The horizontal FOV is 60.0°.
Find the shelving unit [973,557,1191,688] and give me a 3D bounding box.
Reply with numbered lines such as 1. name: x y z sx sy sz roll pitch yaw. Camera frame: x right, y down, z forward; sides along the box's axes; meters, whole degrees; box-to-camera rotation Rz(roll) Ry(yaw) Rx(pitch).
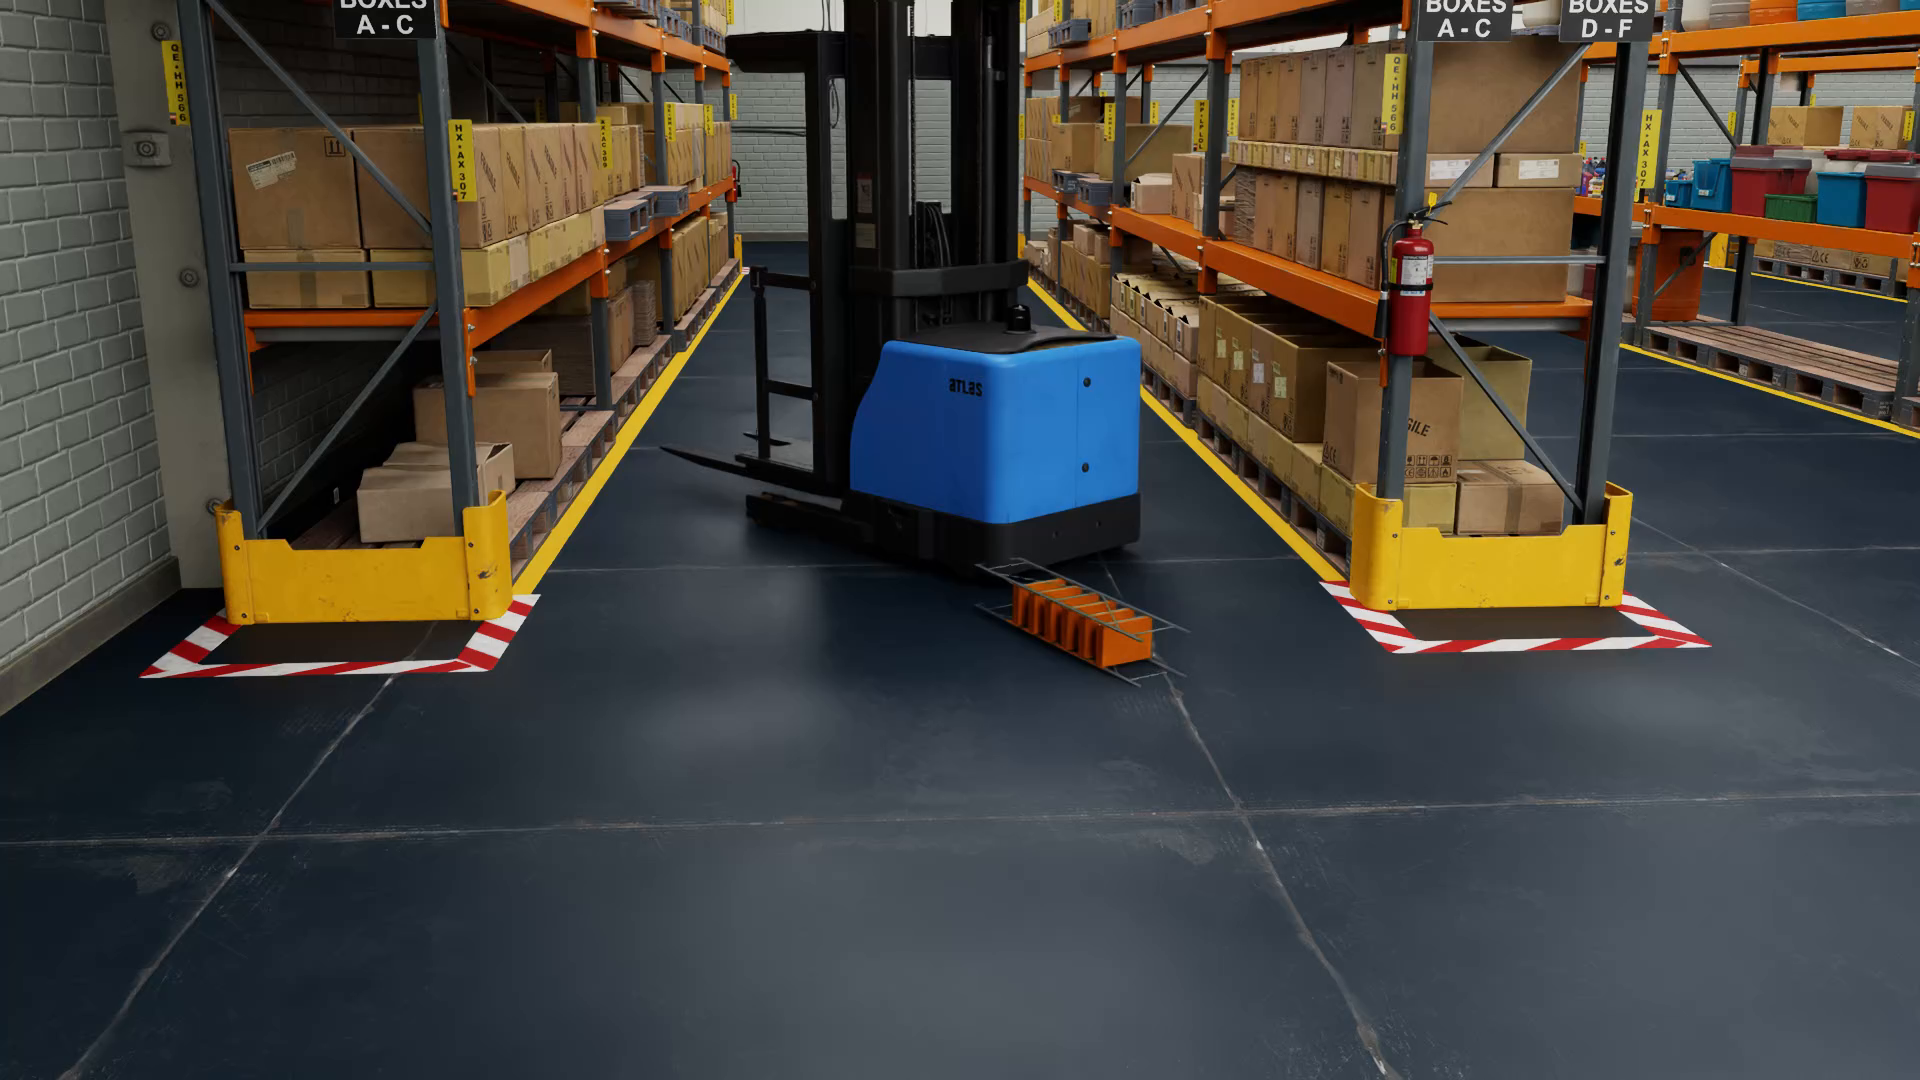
1. shelving unit: 0.473 0.320 6.852 0.258 0.189 1.200 -9 18 -30

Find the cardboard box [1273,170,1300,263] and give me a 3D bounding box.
1. cardboard box: 2.219 -1.877 9.599 0.700 0.500 0.500 -1 14 -3

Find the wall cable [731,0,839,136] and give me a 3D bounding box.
1. wall cable: -3.562 -7.915 27.461 3.097 2.526 0.112 -1 14 -3

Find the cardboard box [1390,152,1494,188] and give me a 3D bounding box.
1. cardboard box: 2.153 -1.654 7.433 0.380 0.149 0.250 -1 14 -4

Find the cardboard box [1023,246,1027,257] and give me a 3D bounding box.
1. cardboard box: 1.058 -3.902 22.509 0.380 0.149 0.250 -1 14 -3

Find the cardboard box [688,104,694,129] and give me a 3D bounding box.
1. cardboard box: -2.983 -4.305 16.897 0.500 0.250 0.500 -1 14 -2

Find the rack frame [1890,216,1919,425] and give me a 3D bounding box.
1. rack frame: 7.063 -2.270 11.328 1.000 3.000 0.127 -1 14 -3

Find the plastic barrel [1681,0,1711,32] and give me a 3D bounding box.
1. plastic barrel: 6.529 -4.689 14.489 0.421 0.512 0.421 0 14 0

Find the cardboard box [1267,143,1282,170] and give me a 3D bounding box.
1. cardboard box: 2.007 -2.233 9.683 0.380 0.149 0.250 -1 14 -5

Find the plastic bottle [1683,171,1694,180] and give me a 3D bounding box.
1. plastic bottle: 7.082 -3.432 16.095 0.152 0.276 0.135 -1 14 -3

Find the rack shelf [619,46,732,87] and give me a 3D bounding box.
1. rack shelf: -3.444 -5.708 20.116 1.077 0.370 4.000 -1 14 -3

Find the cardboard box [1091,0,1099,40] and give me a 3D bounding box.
1. cardboard box: 1.747 -5.054 15.930 0.910 0.500 0.500 -1 14 -3

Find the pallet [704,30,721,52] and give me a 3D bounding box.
1. pallet: -3.433 -6.023 20.072 1.003 0.211 1.213 -1 14 -3

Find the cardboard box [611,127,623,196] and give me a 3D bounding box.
1. cardboard box: -2.922 -2.808 12.336 0.700 0.500 0.500 1 14 4

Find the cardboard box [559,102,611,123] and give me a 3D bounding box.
1. cardboard box: -3.360 -3.786 14.878 0.500 0.250 0.500 0 14 -2

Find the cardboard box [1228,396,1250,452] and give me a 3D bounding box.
1. cardboard box: 1.897 -0.697 9.892 0.500 0.250 0.500 -1 14 -3

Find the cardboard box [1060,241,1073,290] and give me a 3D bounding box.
1. cardboard box: 1.410 -3.062 18.542 0.500 0.500 0.500 -2 15 -6

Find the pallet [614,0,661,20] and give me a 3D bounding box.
1. pallet: -2.824 -3.892 11.989 1.213 0.211 1.003 -1 14 -3

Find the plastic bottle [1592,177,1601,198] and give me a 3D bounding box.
1. plastic bottle: 6.325 -3.494 16.485 0.097 0.201 0.097 0 14 0

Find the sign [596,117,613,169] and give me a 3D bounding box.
1. sign: -2.284 -2.546 10.666 0.100 0.325 0.005 -1 14 -3

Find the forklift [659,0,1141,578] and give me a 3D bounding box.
1. forklift: -0.489 -1.540 8.628 1.130 2.935 3.031 -13 20 -42

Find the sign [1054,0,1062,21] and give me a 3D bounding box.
1. sign: 1.082 -5.877 18.290 0.100 0.325 0.005 -1 14 -3

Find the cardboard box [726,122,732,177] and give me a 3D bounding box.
1. cardboard box: -3.527 -5.120 21.803 0.980 0.700 0.700 0 14 -1

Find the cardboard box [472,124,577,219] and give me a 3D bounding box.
1. cardboard box: -2.430 -2.055 9.249 0.500 0.500 0.500 -1 14 -5

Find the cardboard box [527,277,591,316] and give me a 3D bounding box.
1. cardboard box: -2.918 -1.775 12.033 0.500 0.250 0.500 -1 14 -5

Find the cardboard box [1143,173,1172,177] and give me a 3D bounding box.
1. cardboard box: 1.850 -3.055 14.558 0.500 0.311 0.500 0 14 0

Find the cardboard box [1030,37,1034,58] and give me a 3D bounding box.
1. cardboard box: 1.172 -6.302 21.283 0.500 0.250 0.500 -1 14 -3

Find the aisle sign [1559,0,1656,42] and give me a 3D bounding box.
1. aisle sign: 2.677 -2.447 6.799 0.394 0.787 0.004 -1 14 -3

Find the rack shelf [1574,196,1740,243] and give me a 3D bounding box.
1. rack shelf: 6.691 -3.414 17.218 1.077 0.370 4.000 -1 14 -3

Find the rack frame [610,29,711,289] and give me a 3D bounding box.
1. rack frame: -3.321 -4.106 18.467 1.000 3.000 0.127 -1 14 -3

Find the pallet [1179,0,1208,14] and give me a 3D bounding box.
1. pallet: 2.051 -3.774 11.537 0.805 0.209 1.217 -1 15 -6

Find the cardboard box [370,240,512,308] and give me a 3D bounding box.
1. cardboard box: -2.290 -1.185 7.375 0.500 0.250 0.500 -1 14 -5

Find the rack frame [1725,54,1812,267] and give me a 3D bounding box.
1. rack frame: 11.263 -5.331 23.225 1.000 3.000 0.127 -1 14 -3

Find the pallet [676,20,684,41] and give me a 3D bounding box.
1. pallet: -3.238 -4.910 15.950 1.003 0.211 1.213 0 14 -1

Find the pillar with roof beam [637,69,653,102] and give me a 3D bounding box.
1. pillar with roof beam: -0.302 -8.731 24.402 9.100 9.000 0.400 -1 14 -3

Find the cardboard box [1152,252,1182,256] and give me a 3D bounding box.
1. cardboard box: 2.027 -2.694 17.110 0.500 0.500 0.500 -1 14 -5

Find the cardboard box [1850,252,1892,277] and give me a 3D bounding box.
1. cardboard box: 11.550 -3.676 20.214 0.875 0.875 0.875 -1 14 -3

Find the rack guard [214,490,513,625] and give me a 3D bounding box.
1. rack guard: -2.582 0.070 7.253 1.175 0.500 0.348 -1 14 -3

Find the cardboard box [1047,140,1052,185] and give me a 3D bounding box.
1. cardboard box: 1.303 -4.481 19.721 0.500 0.500 0.500 0 14 -2

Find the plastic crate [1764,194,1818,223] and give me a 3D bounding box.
1. plastic crate: 6.673 -2.596 13.021 0.450 0.188 0.662 -1 14 -3

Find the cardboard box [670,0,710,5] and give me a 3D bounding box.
1. cardboard box: -3.085 -6.283 18.659 0.500 0.500 0.500 -1 14 -4

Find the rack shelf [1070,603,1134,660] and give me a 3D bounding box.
1. rack shelf: 0.575 0.365 6.691 0.258 0.180 0.103 -9 18 -30

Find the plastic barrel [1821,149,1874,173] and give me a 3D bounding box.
1. plastic barrel: 7.150 -2.867 13.377 0.433 0.535 0.433 0 14 0

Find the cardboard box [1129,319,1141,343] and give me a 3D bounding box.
1. cardboard box: 1.681 -1.672 13.680 0.500 0.250 0.500 -1 14 -5

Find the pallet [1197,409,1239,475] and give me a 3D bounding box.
1. pallet: 2.126 -0.645 10.611 1.003 0.211 1.213 -1 14 -3

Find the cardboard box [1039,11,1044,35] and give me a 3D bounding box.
1. cardboard box: 1.236 -6.296 20.254 0.500 0.250 0.500 -1 14 -3

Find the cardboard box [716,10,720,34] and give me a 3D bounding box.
1. cardboard box: -3.188 -6.296 20.216 0.500 0.250 0.500 -1 14 -5

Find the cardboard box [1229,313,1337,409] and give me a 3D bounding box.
1. cardboard box: 1.897 -1.060 9.798 0.500 0.500 0.500 -1 14 -3

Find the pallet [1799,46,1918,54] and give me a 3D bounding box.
1. pallet: 11.398 -6.252 20.964 1.003 0.211 1.213 -1 14 -3

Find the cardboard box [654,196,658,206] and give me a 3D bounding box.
1. cardboard box: -2.862 -3.085 14.961 0.380 0.149 0.250 -1 14 -4

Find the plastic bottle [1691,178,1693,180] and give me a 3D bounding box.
1. plastic bottle: 6.959 -3.315 15.639 0.152 0.276 0.135 -1 14 -3

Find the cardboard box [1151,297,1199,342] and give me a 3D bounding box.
1. cardboard box: 1.741 -1.687 12.615 0.500 0.311 0.500 -1 14 -4

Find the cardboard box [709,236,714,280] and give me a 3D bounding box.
1. cardboard box: -3.265 -3.287 19.455 0.700 0.500 0.500 -1 14 -3
